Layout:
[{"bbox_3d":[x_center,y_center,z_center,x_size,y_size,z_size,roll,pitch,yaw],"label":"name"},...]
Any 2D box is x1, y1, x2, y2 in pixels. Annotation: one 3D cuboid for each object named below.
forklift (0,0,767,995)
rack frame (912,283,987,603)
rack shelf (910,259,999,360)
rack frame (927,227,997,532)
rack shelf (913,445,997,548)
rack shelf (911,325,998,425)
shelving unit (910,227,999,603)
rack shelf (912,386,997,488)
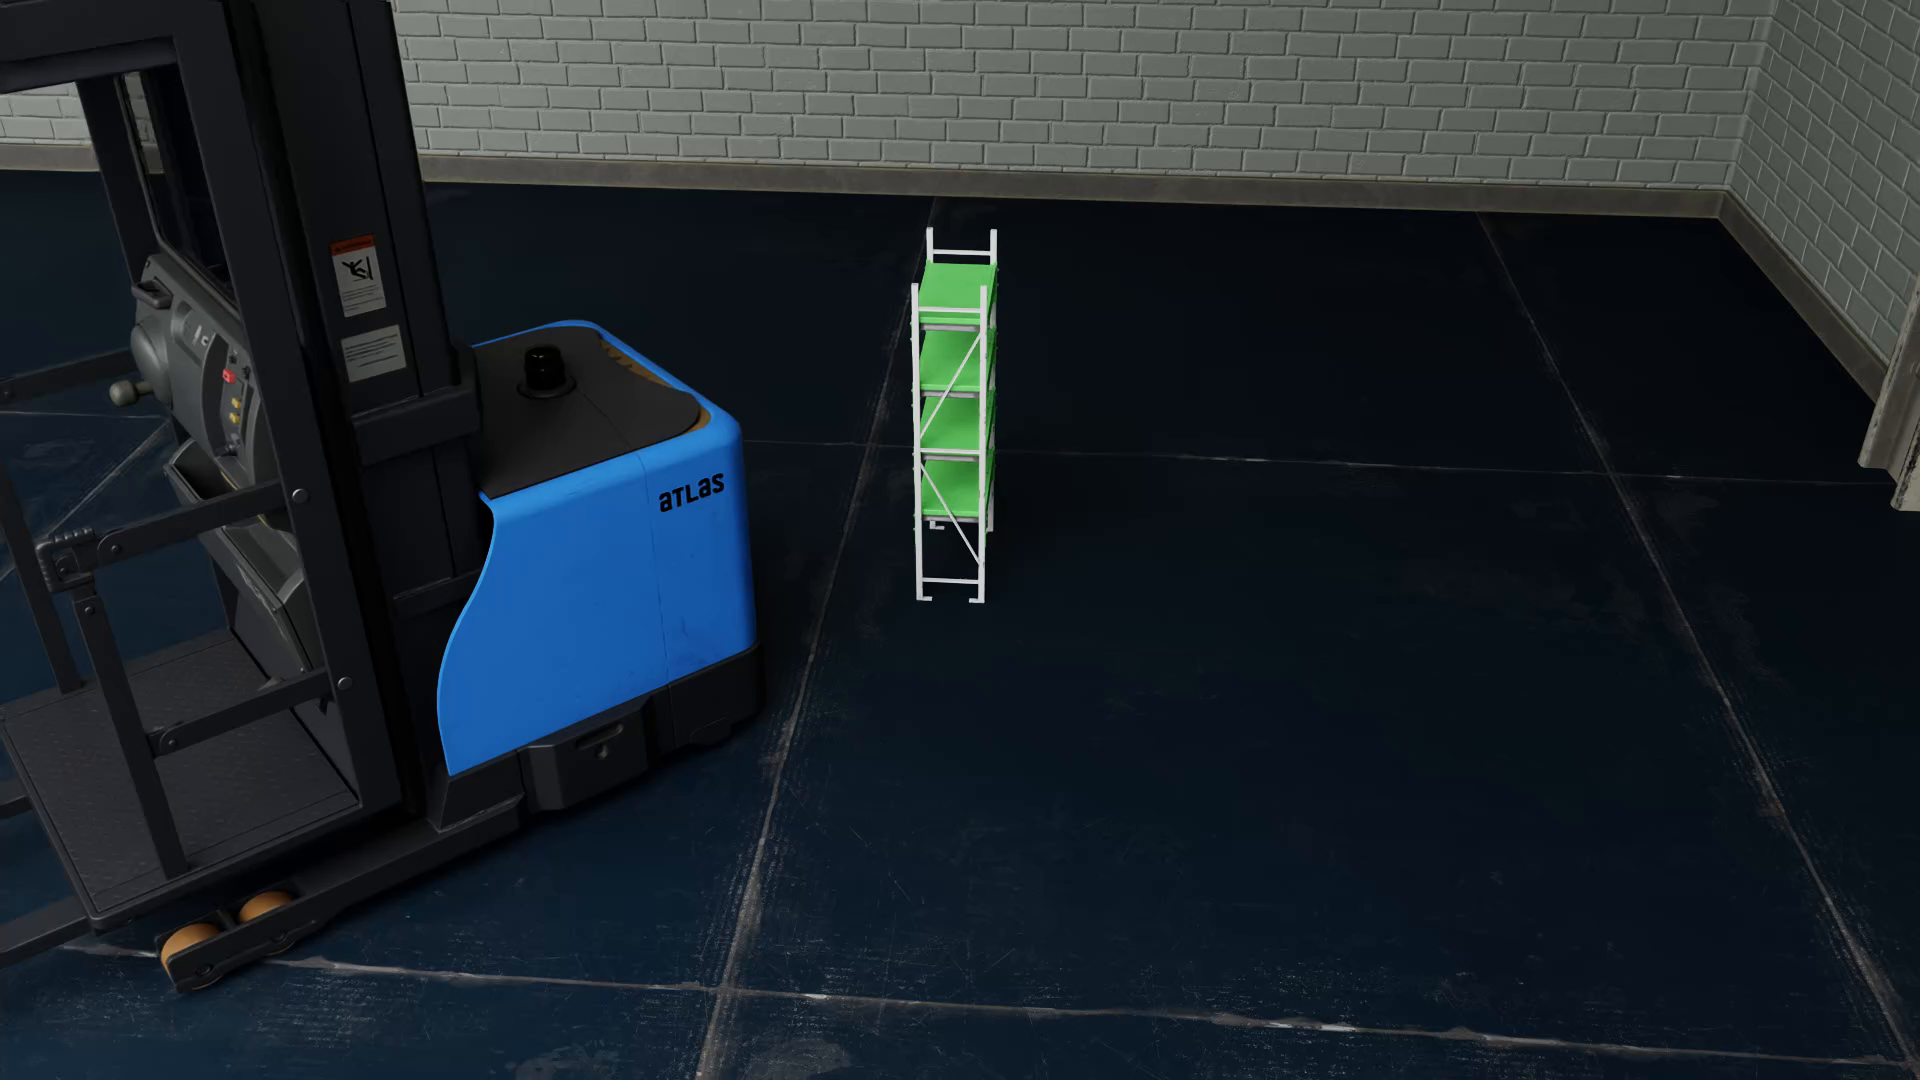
[{"bbox_3d":[-2.082,-0.390,4.089,3.031,2.935,1.130,-23,38,-32],"label":"forklift"},{"bbox_3d":[-0.033,-0.297,5.588,0.240,1.200,0.015,2,32,4],"label":"rack frame"},{"bbox_3d":[-0.014,-0.778,5.576,0.258,0.148,0.480,2,32,4],"label":"rack shelf"},{"bbox_3d":[0.006,-0.552,6.002,0.240,1.200,0.015,2,32,4],"label":"rack frame"},{"bbox_3d":[-0.013,-0.166,5.954,0.258,0.148,0.480,2,32,4],"label":"rack shelf"},{"bbox_3d":[-0.014,-0.574,5.702,0.258,0.148,0.480,2,32,4],"label":"rack shelf"},{"bbox_3d":[-0.013,-0.424,5.795,0.258,1.200,0.503,2,32,4],"label":"shelving unit"},{"bbox_3d":[-0.013,-0.370,5.828,0.258,0.148,0.480,2,32,4],"label":"rack shelf"}]
